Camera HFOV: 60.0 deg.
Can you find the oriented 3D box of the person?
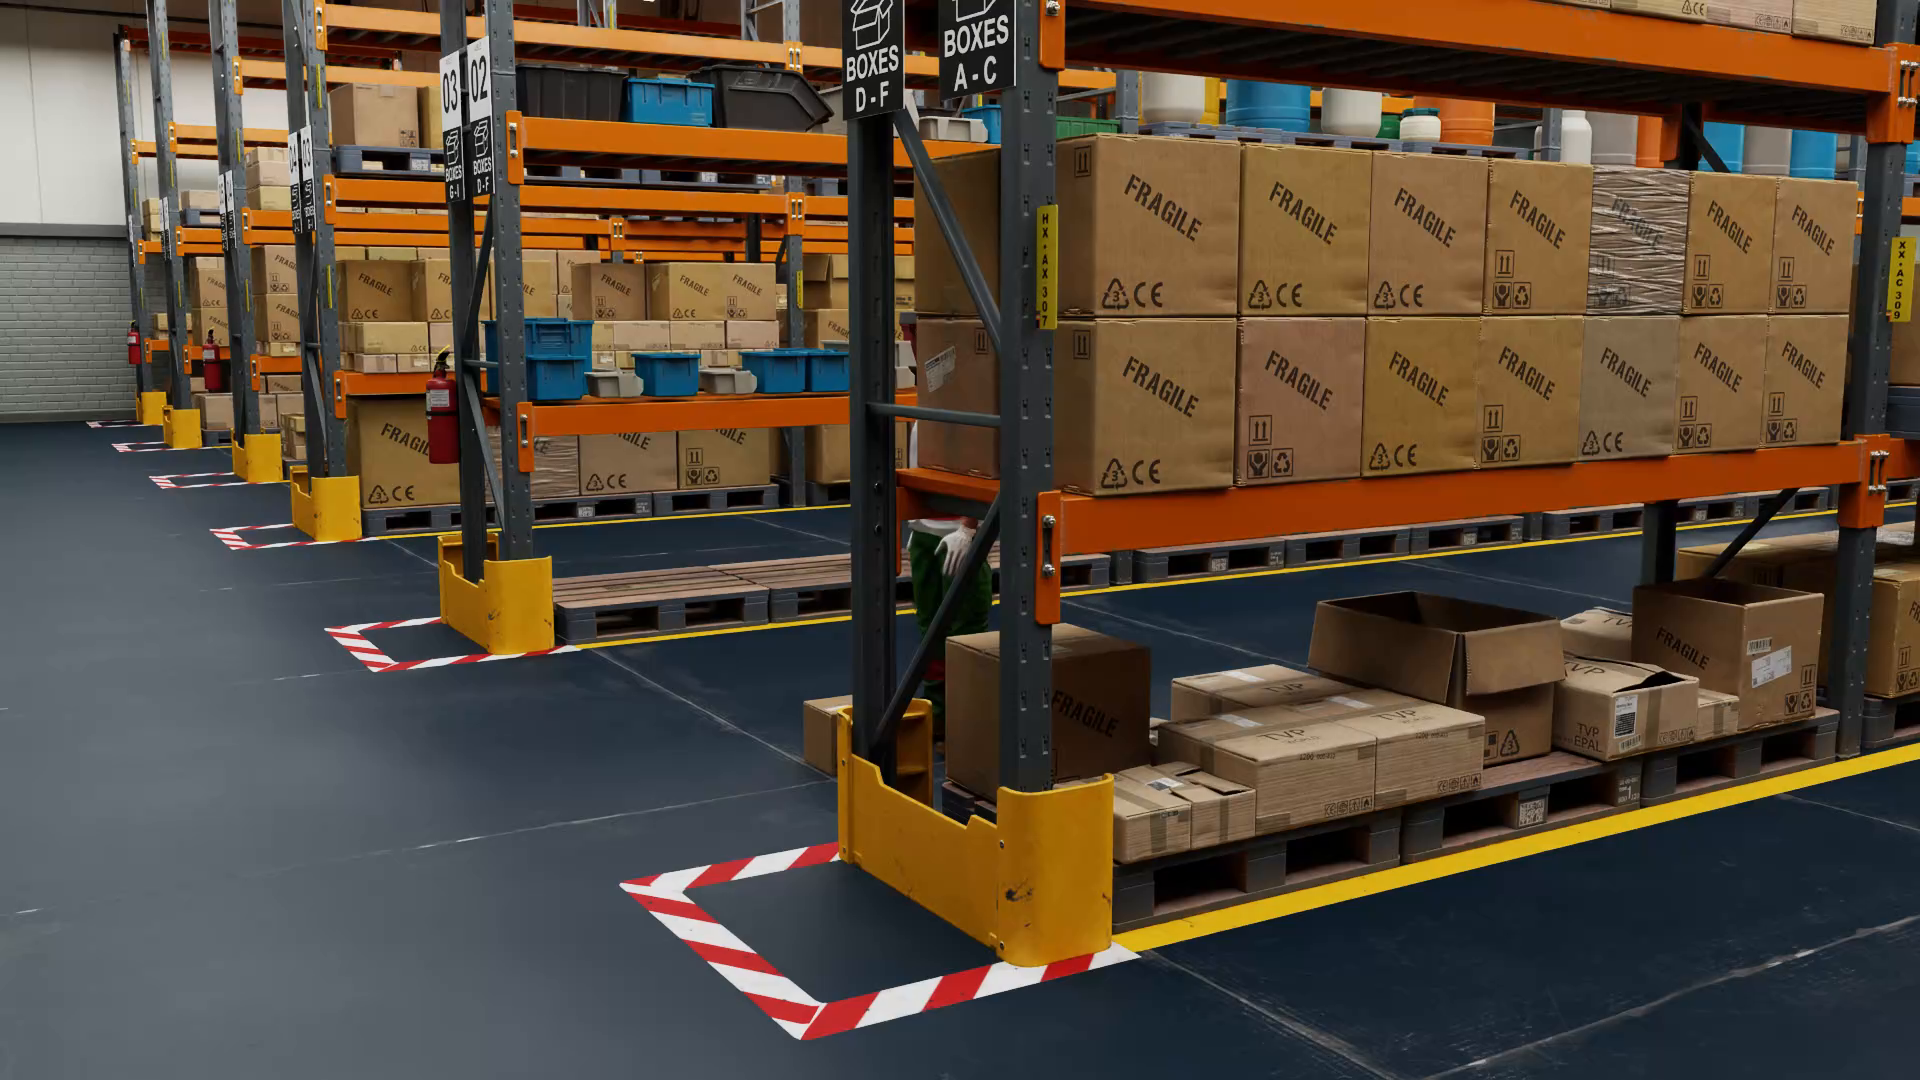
[{"bbox_3d":[-0.055,-0.023,6.820,0.374,1.793,0.522,-5,9,-30],"label":"person"}]
